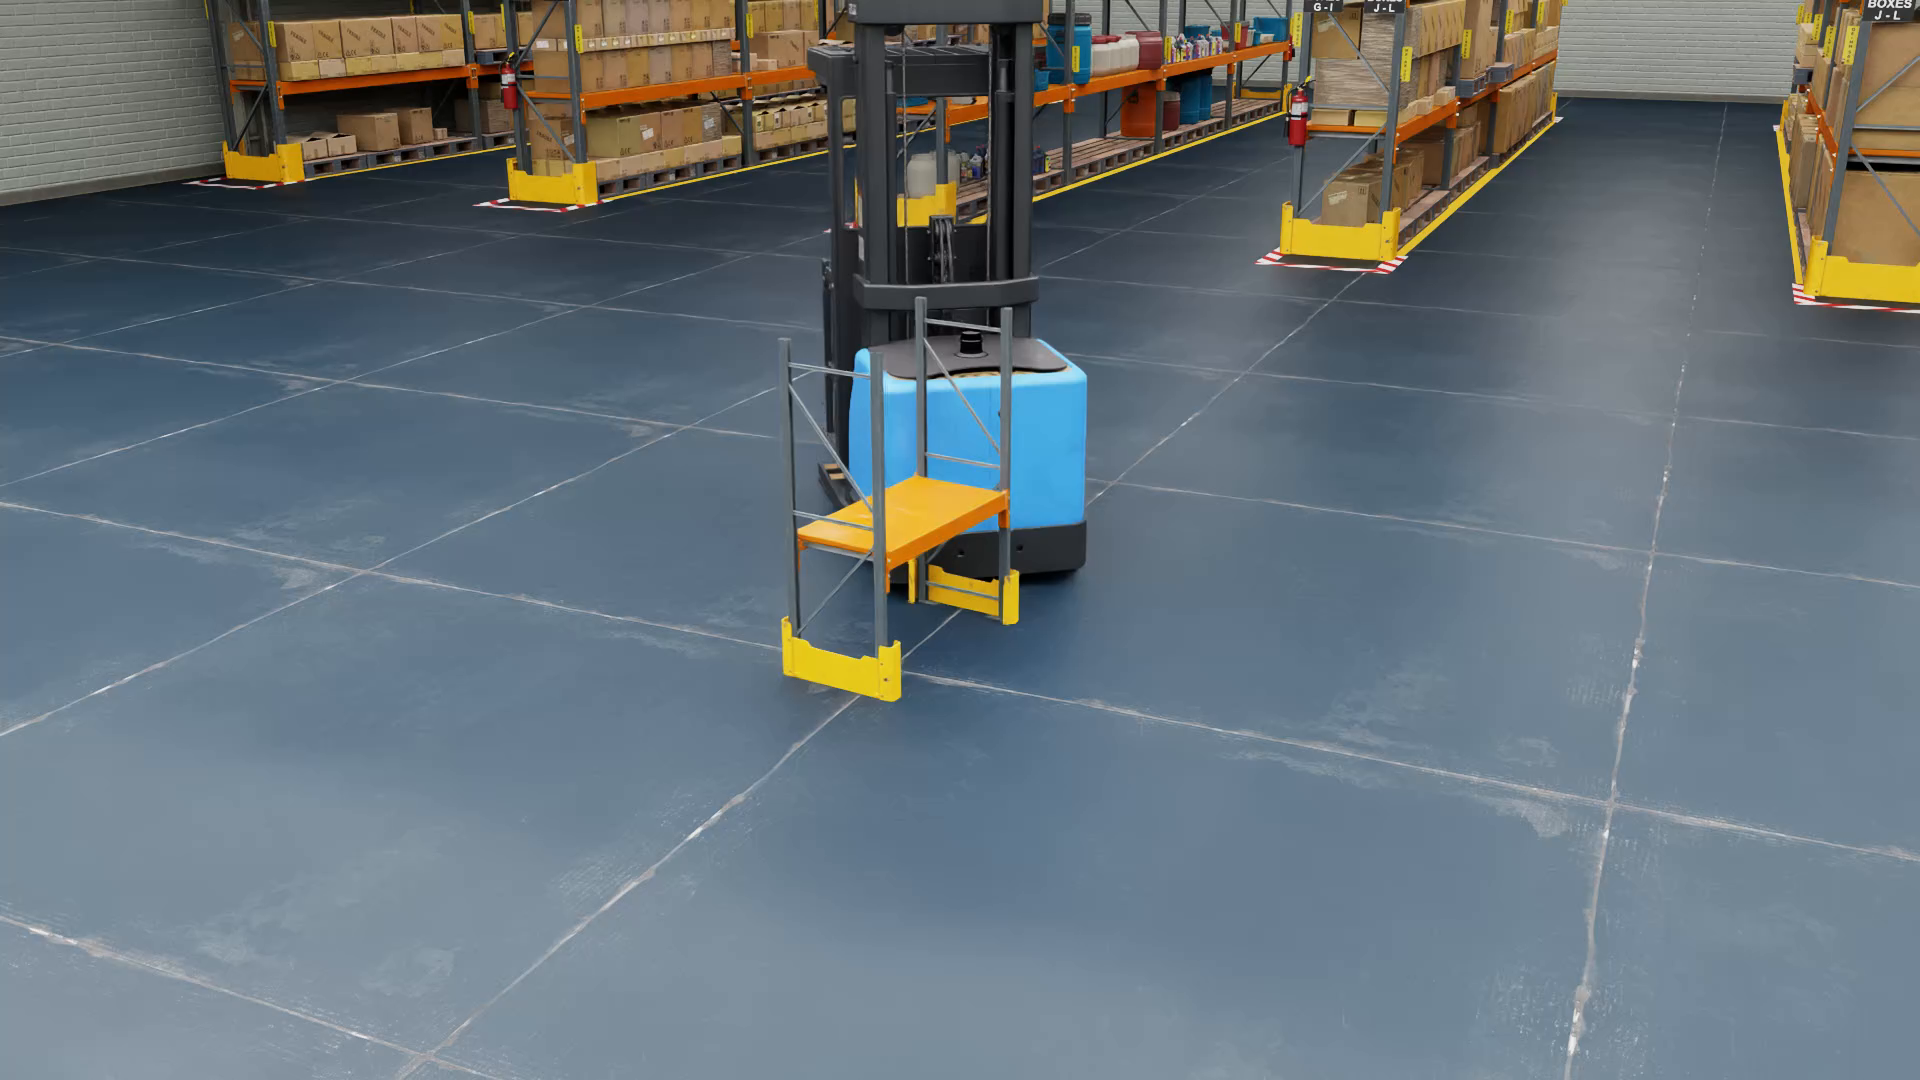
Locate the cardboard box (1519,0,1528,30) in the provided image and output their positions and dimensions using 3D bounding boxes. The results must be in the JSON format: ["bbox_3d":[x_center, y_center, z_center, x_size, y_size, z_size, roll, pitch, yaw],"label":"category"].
[{"bbox_3d":[8.562,-8.352,26.330,0.797,0.503,0.637,8,21,21],"label":"cardboard box"}]

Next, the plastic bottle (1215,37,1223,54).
[{"bbox_3d":[4.431,-8.485,28.536,0.152,0.276,0.135,9,21,23],"label":"plastic bottle"}]

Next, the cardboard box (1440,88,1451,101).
[{"bbox_3d":[5.609,-5.283,19.724,0.380,0.149,0.250,9,21,23],"label":"cardboard box"}]

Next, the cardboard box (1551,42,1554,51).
[{"bbox_3d":[10.296,-8.746,29.460,0.380,0.149,0.250,9,21,24],"label":"cardboard box"}]

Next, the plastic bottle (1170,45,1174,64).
[{"bbox_3d":[3.307,-7.613,26.072,0.061,0.283,0.133,9,21,23],"label":"plastic bottle"}]

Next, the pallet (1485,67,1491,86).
[{"bbox_3d":[6.404,-6.105,21.944,1.003,0.211,1.213,9,21,23],"label":"pallet"}]

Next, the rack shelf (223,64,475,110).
[{"bbox_3d":[-8.836,-6.672,24.326,1.077,0.370,4.000,9,21,23],"label":"rack shelf"}]

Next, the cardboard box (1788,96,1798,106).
[{"bbox_3d":[14.190,-7.401,28.043,0.380,0.149,0.250,8,21,23],"label":"cardboard box"}]

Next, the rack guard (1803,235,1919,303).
[{"bbox_3d":[8.376,-2.464,15.150,1.175,0.500,0.348,9,21,23],"label":"rack guard"}]

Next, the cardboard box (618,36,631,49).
[{"bbox_3d":[-4.463,-6.398,21.365,0.380,0.149,0.250,8,21,22],"label":"cardboard box"}]

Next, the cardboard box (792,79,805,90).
[{"bbox_3d":[-3.709,-9.776,35.085,0.700,0.500,0.500,8,21,21],"label":"cardboard box"}]

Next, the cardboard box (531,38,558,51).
[{"bbox_3d":[-5.152,-6.216,20.854,0.380,0.149,0.250,8,21,22],"label":"cardboard box"}]

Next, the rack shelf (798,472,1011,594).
[{"bbox_3d":[-0.255,-0.050,7.409,0.538,0.185,1.000,12,23,30],"label":"rack shelf"}]

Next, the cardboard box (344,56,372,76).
[{"bbox_3d":[-8.752,-6.759,23.692,0.500,0.250,0.500,8,21,22],"label":"cardboard box"}]

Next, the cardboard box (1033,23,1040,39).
[{"bbox_3d":[1.273,-10.326,33.377,0.500,0.500,0.500,9,21,23],"label":"cardboard box"}]

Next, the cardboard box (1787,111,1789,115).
[{"bbox_3d":[14.431,-7.278,28.586,0.380,0.149,0.250,9,21,24],"label":"cardboard box"}]

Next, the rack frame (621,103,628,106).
[{"bbox_3d":[-6.379,-8.845,29.363,1.000,3.000,0.127,9,21,23],"label":"rack frame"}]

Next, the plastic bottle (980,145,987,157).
[{"bbox_3d":[0.312,-5.032,21.938,0.144,0.351,0.185,9,22,24],"label":"plastic bottle"}]

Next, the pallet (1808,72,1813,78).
[{"bbox_3d":[12.435,-6.615,23.378,1.003,0.211,1.213,9,21,23],"label":"pallet"}]

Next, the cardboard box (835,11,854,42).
[{"bbox_3d":[-1.703,-8.619,27.952,0.700,0.500,0.500,2,20,4],"label":"cardboard box"}]

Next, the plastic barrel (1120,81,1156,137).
[{"bbox_3d":[2.844,-6.813,26.260,0.600,0.830,0.708,9,21,23],"label":"plastic barrel"}]

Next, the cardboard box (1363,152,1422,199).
[{"bbox_3d":[5.112,-4.310,19.716,0.500,0.500,0.500,17,26,40],"label":"cardboard box"}]

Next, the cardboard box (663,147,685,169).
[{"bbox_3d":[-4.096,-5.215,22.632,0.500,0.250,0.500,9,21,23],"label":"cardboard box"}]

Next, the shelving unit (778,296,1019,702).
[{"bbox_3d":[-0.250,-0.222,7.356,0.587,1.500,1.083,12,23,30],"label":"shelving unit"}]

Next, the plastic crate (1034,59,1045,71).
[{"bbox_3d":[0.691,-6.091,21.711,0.767,0.338,0.504,9,21,23],"label":"plastic crate"}]

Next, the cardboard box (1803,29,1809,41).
[{"bbox_3d":[11.762,-6.906,22.770,0.380,0.149,0.250,9,22,24],"label":"cardboard box"}]

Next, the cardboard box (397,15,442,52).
[{"bbox_3d":[-8.128,-7.574,24.863,0.500,0.500,0.500,8,21,22],"label":"cardboard box"}]

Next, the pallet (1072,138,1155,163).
[{"bbox_3d":[2.306,-5.940,25.356,1.003,0.211,1.213,9,21,23],"label":"pallet"}]

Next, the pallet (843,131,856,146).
[{"bbox_3d":[-2.231,-6.606,27.229,1.003,0.211,1.213,9,21,23],"label":"pallet"}]

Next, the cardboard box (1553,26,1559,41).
[{"bbox_3d":[10.497,-9.136,29.962,0.500,0.250,0.500,8,21,22],"label":"cardboard box"}]

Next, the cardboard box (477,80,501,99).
[{"bbox_3d":[-7.554,-7.367,27.163,0.500,0.250,0.500,8,21,22],"label":"cardboard box"}]

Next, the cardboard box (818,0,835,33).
[{"bbox_3d":[-3.303,-11.274,35.747,0.980,0.700,0.700,10,22,25],"label":"cardboard box"}]

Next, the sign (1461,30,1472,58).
[{"bbox_3d":[6.038,-5.919,19.843,0.100,0.325,0.005,9,21,23],"label":"sign"}]

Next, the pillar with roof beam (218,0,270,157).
[{"bbox_3d":[-6.230,-8.968,20.755,9.100,9.000,0.400,9,21,23],"label":"pillar with roof beam"}]

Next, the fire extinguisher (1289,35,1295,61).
[{"bbox_3d":[6.411,-9.703,32.446,0.296,0.674,0.183,9,21,23],"label":"fire extinguisher"}]

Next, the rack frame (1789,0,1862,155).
[{"bbox_3d":[13.299,-7.317,25.067,1.000,3.000,0.127,9,21,23],"label":"rack frame"}]

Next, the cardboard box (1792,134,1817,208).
[{"bbox_3d":[10.195,-4.212,19.065,1.050,0.750,0.750,8,21,22],"label":"cardboard box"}]

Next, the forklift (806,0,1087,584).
[{"bbox_3d":[-0.212,-1.623,9.159,1.130,2.935,3.031,-5,20,-13],"label":"forklift"}]

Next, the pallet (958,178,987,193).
[{"bbox_3d":[0.210,-4.375,20.955,1.003,0.211,1.213,9,21,23],"label":"pallet"}]

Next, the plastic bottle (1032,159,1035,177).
[{"bbox_3d":[0.913,-4.839,21.497,0.061,0.283,0.133,10,22,26],"label":"plastic bottle"}]

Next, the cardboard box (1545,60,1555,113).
[{"bbox_3d":[10.265,-8.241,30.210,0.875,0.875,0.875,9,21,23],"label":"cardboard box"}]

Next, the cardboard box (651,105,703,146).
[{"bbox_3d":[-3.904,-5.723,22.941,0.500,0.500,0.500,9,21,23],"label":"cardboard box"}]

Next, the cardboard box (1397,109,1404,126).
[{"bbox_3d":[4.356,-4.370,17.155,0.380,0.149,0.250,9,21,23],"label":"cardboard box"}]

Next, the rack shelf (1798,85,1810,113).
[{"bbox_3d":[12.480,-6.367,23.468,1.077,0.370,4.000,9,21,23],"label":"rack shelf"}]

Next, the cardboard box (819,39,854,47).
[{"bbox_3d":[-2.047,-8.019,27.174,0.500,0.311,0.500,10,22,26],"label":"cardboard box"}]

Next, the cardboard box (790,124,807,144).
[{"bbox_3d":[-2.685,-6.250,25.543,0.500,0.250,0.500,8,21,21],"label":"cardboard box"}]

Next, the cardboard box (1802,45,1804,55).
[{"bbox_3d":[11.556,-6.609,22.381,0.380,0.149,0.250,9,22,25],"label":"cardboard box"}]

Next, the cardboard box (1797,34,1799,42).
[{"bbox_3d":[12.718,-7.479,24.828,0.380,0.149,0.250,9,21,24],"label":"cardboard box"}]

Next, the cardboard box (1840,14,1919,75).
[{"bbox_3d":[9.165,-4.850,16.293,0.875,0.550,0.500,9,21,23],"label":"cardboard box"}]

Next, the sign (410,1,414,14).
[{"bbox_3d":[-8.525,-8.243,25.941,0.100,0.325,0.005,9,21,23],"label":"sign"}]

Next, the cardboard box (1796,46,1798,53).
[{"bbox_3d":[12.610,-7.254,24.637,0.380,0.149,0.250,9,21,24],"label":"cardboard box"}]

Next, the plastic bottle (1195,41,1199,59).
[{"bbox_3d":[3.871,-8.034,27.255,0.061,0.283,0.133,9,21,23],"label":"plastic bottle"}]

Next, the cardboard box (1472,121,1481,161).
[{"bbox_3d":[6.922,-5.628,23.391,0.700,0.500,0.500,7,21,20],"label":"cardboard box"}]

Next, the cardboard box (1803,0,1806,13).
[{"bbox_3d":[14.511,-9.097,27.988,0.500,0.500,0.500,8,21,22],"label":"cardboard box"}]

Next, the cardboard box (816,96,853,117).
[{"bbox_3d":[-2.055,-6.979,26.756,0.500,0.311,0.500,8,21,22],"label":"cardboard box"}]
